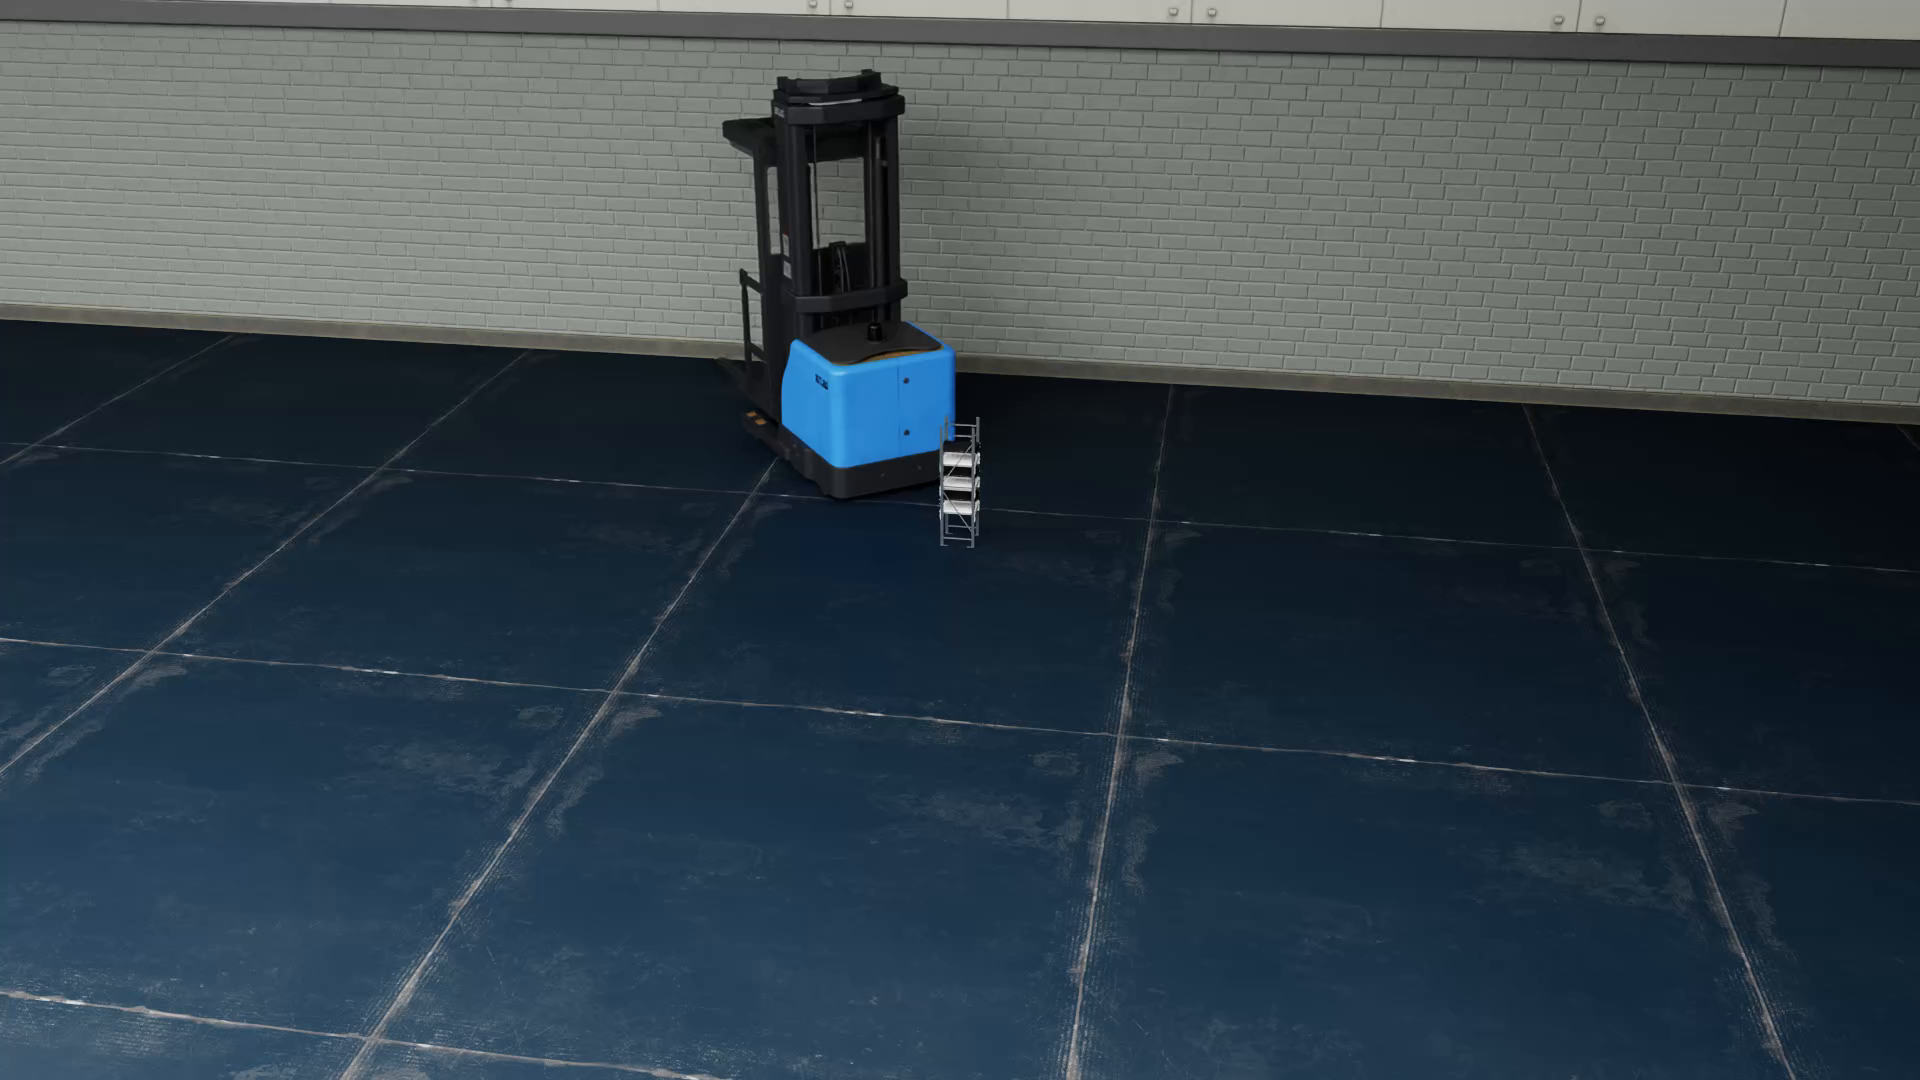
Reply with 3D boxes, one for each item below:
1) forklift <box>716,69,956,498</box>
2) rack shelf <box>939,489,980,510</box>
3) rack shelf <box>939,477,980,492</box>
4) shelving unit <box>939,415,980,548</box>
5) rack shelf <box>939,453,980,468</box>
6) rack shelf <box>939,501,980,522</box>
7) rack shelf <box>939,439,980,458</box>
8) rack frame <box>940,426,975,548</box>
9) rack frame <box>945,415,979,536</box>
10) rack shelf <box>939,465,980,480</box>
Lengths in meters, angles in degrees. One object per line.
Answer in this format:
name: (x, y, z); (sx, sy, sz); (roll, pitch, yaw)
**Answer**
forklift: (-1.150, -2.223, 13.087); (1.130, 2.935, 3.031); (-13, 28, -25)
rack shelf: (-0.001, -0.292, 11.649); (0.258, 0.077, 0.200); (4, 25, 9)
rack shelf: (-0.001, -0.374, 11.610); (0.258, 0.077, 0.200); (4, 25, 9)
shelving unit: (-0.001, -0.404, 11.596); (0.258, 0.900, 0.210); (4, 25, 9)
rack shelf: (-0.001, -0.537, 11.534); (0.258, 0.077, 0.200); (4, 25, 9)
rack shelf: (-0.001, -0.211, 11.687); (0.258, 0.077, 0.200); (4, 25, 9)
rack shelf: (-0.001, -0.619, 11.496); (0.258, 0.077, 0.200); (4, 25, 9)
rack frame: (-0.018, -0.362, 11.505); (0.240, 0.900, 0.006); (4, 25, 9)
rack frame: (0.015, -0.447, 11.687); (0.240, 0.900, 0.006); (4, 25, 9)
rack shelf: (-0.001, -0.455, 11.572); (0.258, 0.077, 0.200); (4, 25, 9)
